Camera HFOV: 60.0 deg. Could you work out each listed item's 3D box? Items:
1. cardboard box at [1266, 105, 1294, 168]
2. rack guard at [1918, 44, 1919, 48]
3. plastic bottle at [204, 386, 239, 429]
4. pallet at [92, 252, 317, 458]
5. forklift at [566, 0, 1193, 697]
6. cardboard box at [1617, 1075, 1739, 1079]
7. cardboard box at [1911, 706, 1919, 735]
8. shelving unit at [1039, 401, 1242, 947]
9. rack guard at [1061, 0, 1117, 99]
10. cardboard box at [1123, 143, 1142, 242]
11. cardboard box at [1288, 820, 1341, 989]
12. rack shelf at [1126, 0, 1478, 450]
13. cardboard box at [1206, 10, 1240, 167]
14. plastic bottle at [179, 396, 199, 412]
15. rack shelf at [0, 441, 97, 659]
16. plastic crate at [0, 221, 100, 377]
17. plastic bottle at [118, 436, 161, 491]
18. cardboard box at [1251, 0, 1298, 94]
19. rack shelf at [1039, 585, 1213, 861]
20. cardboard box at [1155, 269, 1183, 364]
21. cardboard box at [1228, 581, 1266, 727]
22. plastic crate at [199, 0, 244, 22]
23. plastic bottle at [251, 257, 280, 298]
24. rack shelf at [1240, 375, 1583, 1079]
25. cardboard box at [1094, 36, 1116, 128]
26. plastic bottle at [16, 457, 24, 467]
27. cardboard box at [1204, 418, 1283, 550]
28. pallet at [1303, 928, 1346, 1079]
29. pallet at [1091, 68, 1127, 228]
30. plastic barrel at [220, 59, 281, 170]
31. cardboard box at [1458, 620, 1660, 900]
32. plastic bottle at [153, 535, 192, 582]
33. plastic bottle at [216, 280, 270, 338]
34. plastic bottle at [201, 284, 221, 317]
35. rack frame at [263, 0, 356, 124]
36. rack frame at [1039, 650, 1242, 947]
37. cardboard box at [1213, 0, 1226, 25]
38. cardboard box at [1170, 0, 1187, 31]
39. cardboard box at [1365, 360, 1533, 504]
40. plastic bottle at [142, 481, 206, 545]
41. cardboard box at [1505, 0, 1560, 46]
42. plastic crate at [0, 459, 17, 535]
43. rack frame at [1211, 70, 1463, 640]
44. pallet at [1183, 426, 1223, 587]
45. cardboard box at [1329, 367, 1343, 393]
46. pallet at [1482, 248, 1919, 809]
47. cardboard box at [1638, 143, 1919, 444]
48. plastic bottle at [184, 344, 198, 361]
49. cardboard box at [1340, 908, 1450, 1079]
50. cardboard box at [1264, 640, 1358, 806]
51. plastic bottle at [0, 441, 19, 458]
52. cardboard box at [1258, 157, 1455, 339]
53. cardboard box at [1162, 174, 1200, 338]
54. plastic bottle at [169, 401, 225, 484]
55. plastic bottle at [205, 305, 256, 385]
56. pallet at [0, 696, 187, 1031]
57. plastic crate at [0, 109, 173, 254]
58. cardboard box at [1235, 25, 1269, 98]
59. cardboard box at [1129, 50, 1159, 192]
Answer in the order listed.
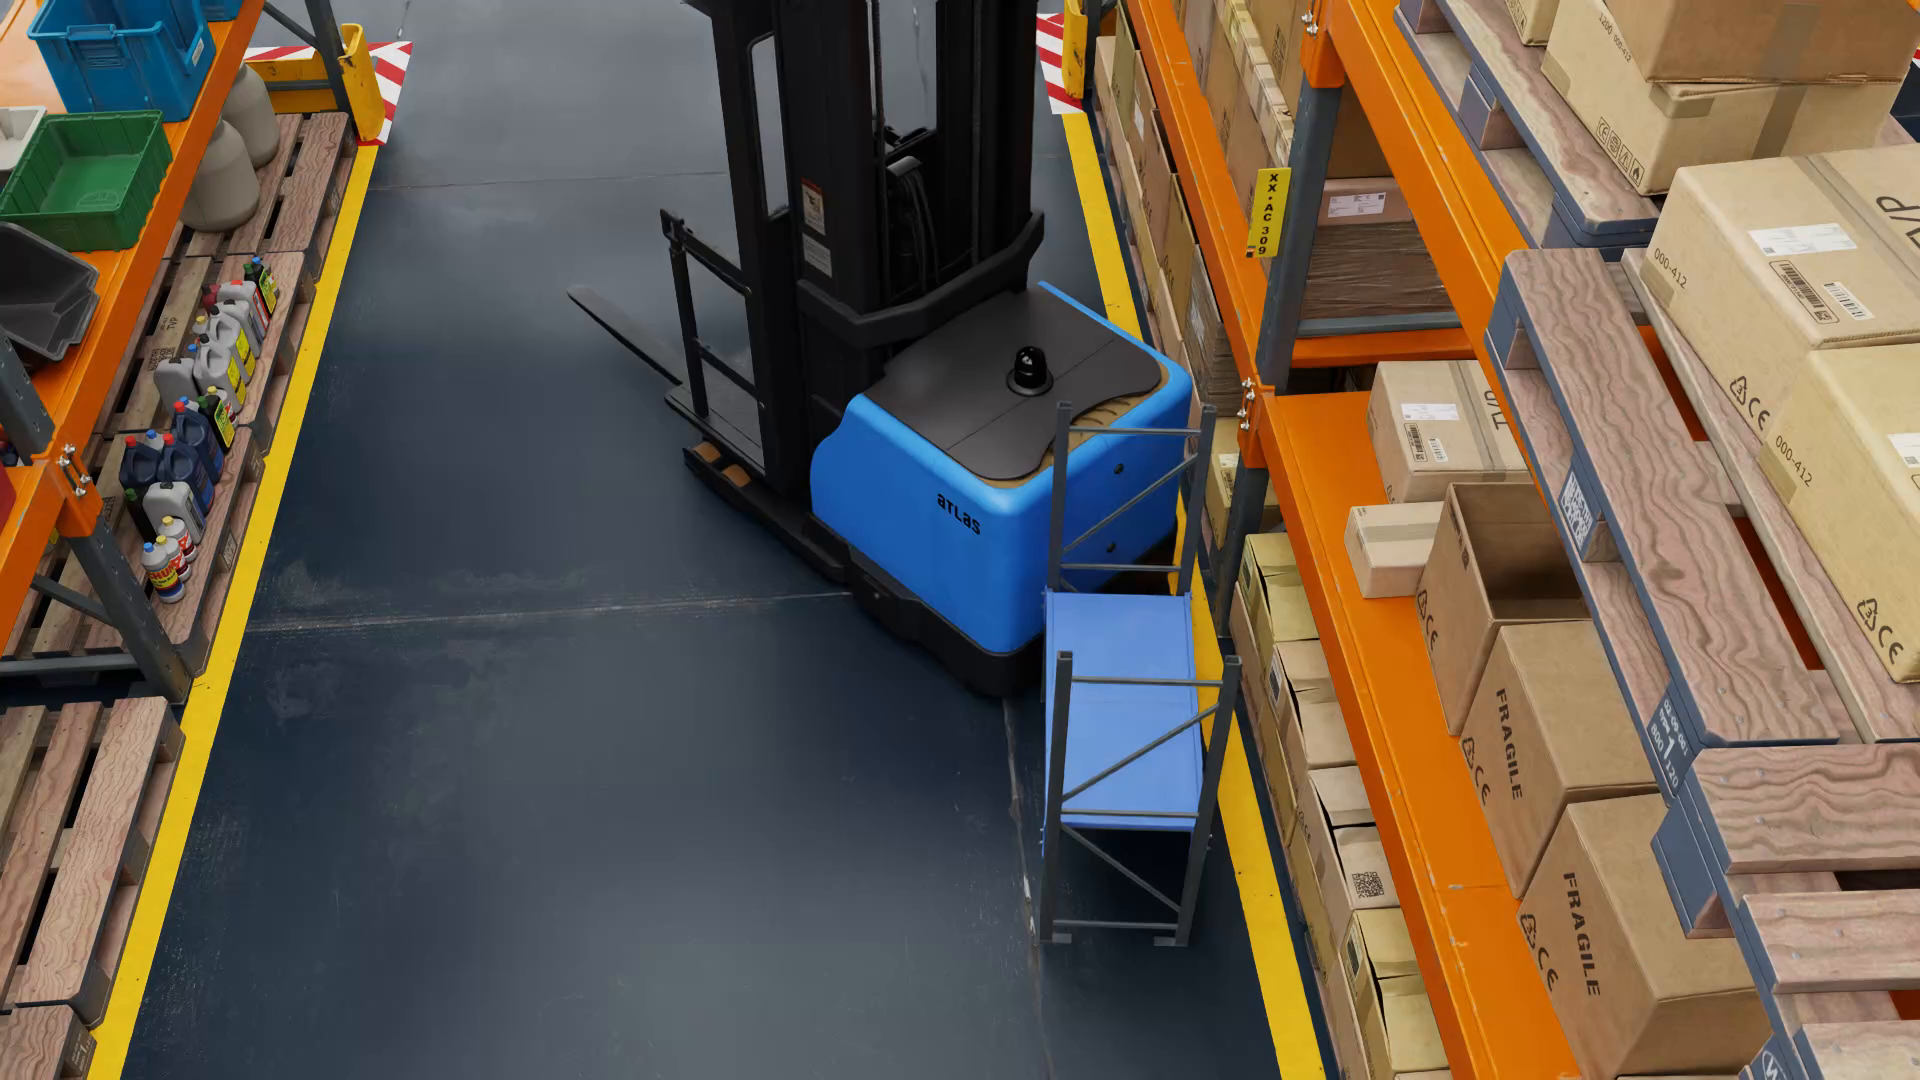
[{"bbox_3d":[1.246,-1.335,5.569,0.380,0.149,0.250,-4,47,-4],"label":"cardboard box"},{"bbox_3d":[6.109,-2.998,9.382,1.175,0.500,0.348,-3,47,-3],"label":"rack guard"},{"bbox_3d":[-3.105,-0.557,6.973,0.097,0.201,0.097,0,47,0],"label":"plastic bottle"},{"bbox_3d":[-3.555,-0.831,7.528,1.003,0.211,1.213,-3,47,-3],"label":"pallet"},{"bbox_3d":[-0.528,-1.393,6.187,1.130,2.935,3.031,-35,56,-29],"label":"forklift"},{"bbox_3d":[1.673,1.346,3.718,0.380,0.149,0.250,0,47,0],"label":"cardboard box"},{"bbox_3d":[1.680,0.352,2.235,0.500,0.250,0.500,-2,47,-2],"label":"cardboard box"},{"bbox_3d":[0.535,0.466,5.412,0.538,1.500,1.048,2,47,2],"label":"shelving unit"},{"bbox_3d":[1.164,-2.767,9.162,1.175,0.500,0.348,-3,47,-3],"label":"rack guard"},{"bbox_3d":[1.077,-1.683,8.019,0.500,0.250,0.500,-3,47,-3],"label":"cardboard box"},{"bbox_3d":[1.376,1.138,5.348,0.500,0.250,0.500,-5,47,-5],"label":"cardboard box"},{"bbox_3d":[1.334,-1.914,7.129,1.077,0.370,4.000,-3,47,-3],"label":"rack shelf"},{"bbox_3d":[1.369,-1.814,6.470,0.700,0.500,0.500,-3,47,-3],"label":"cardboard box"},{"bbox_3d":[-3.154,-0.479,6.851,0.097,0.271,0.097,0,47,0],"label":"plastic bottle"},{"bbox_3d":[-3.268,1.278,4.106,1.077,0.370,4.000,-3,47,-3],"label":"rack shelf"},{"bbox_3d":[-3.352,-0.782,5.604,0.767,0.338,0.504,-3,47,-3],"label":"plastic crate"},{"bbox_3d":[-3.233,-0.257,6.586,0.144,0.351,0.185,-3,47,-3],"label":"plastic bottle"},{"bbox_3d":[1.414,-1.881,5.640,0.700,0.500,0.500,-4,47,-3],"label":"cardboard box"},{"bbox_3d":[0.535,0.590,5.543,0.538,0.185,1.000,2,47,2],"label":"rack shelf"},{"bbox_3d":[1.156,-0.959,7.333,0.500,0.250,0.500,-3,47,-3],"label":"cardboard box"},{"bbox_3d":[1.288,0.393,6.053,0.500,0.250,0.500,-5,47,-4],"label":"cardboard box"},{"bbox_3d":[-3.381,-2.445,7.239,0.499,0.251,0.408,-3,47,-3],"label":"plastic crate"},{"bbox_3d":[-3.179,-1.197,7.579,0.097,0.201,0.097,0,47,0],"label":"plastic bottle"},{"bbox_3d":[1.669,0.980,4.388,1.077,0.370,4.000,-3,47,-3],"label":"rack shelf"},{"bbox_3d":[0.990,-2.406,8.704,0.500,0.250,0.500,-3,47,-3],"label":"cardboard box"},{"bbox_3d":[-3.647,-0.246,6.626,0.152,0.276,0.135,-3,47,-3],"label":"plastic bottle"},{"bbox_3d":[1.245,-0.236,6.649,0.500,0.250,0.500,-3,47,-3],"label":"cardboard box"},{"bbox_3d":[1.707,1.659,5.169,1.003,0.211,1.213,-3,47,-3],"label":"pallet"},{"bbox_3d":[1.272,-2.099,8.729,1.003,0.211,1.213,-3,47,-3],"label":"pallet"},{"bbox_3d":[-3.639,-2.128,8.260,0.421,0.512,0.421,0,47,0],"label":"plastic barrel"},{"bbox_3d":[1.635,0.551,4.230,0.500,0.500,0.500,-3,47,-3],"label":"cardboard box"},{"bbox_3d":[-3.033,0.064,6.384,0.097,0.201,0.097,0,47,0],"label":"plastic bottle"},{"bbox_3d":[-3.185,-1.039,7.378,0.152,0.276,0.135,-3,47,-3],"label":"plastic bottle"},{"bbox_3d":[-3.291,-1.035,7.368,0.061,0.283,0.133,-3,47,-3],"label":"plastic bottle"},{"bbox_3d":[-3.770,-3.310,7.956,1.000,3.000,0.127,-3,47,-3],"label":"rack frame"},{"bbox_3d":[0.515,0.835,5.063,0.500,1.500,0.032,2,47,2],"label":"rack frame"},{"bbox_3d":[1.160,-2.075,6.270,0.380,0.149,0.250,-2,47,-2],"label":"cardboard box"},{"bbox_3d":[1.277,-2.565,7.181,0.700,0.500,0.500,-3,47,-3],"label":"cardboard box"},{"bbox_3d":[1.586,-0.310,5.217,0.500,0.250,0.500,-1,47,-1],"label":"cardboard box"},{"bbox_3d":[-3.079,-0.121,6.508,0.152,0.276,0.135,-2,47,-2],"label":"plastic bottle"},{"bbox_3d":[1.543,-1.393,3.888,0.500,0.250,0.500,1,47,1],"label":"cardboard box"},{"bbox_3d":[-3.090,-0.107,4.878,0.402,0.464,0.583,-3,47,-3],"label":"plastic crate"},{"bbox_3d":[1.501,-0.715,5.498,1.000,3.000,0.127,-3,47,-3],"label":"rack frame"},{"bbox_3d":[1.476,-0.334,7.057,1.003,0.211,1.213,-3,47,-3],"label":"pallet"},{"bbox_3d":[1.725,-0.887,6.749,0.500,0.500,0.500,-3,47,-3],"label":"cardboard box"},{"bbox_3d":[1.594,-0.082,2.962,1.003,0.211,1.213,-2,47,-1],"label":"pallet"},{"bbox_3d":[1.600,-0.452,2.997,0.500,0.250,0.500,-7,47,-7],"label":"cardboard box"},{"bbox_3d":[-3.273,-0.754,7.159,0.097,0.201,0.097,0,47,0],"label":"plastic bottle"},{"bbox_3d":[1.418,1.320,4.789,0.500,0.311,0.500,-2,47,-2],"label":"cardboard box"},{"bbox_3d":[1.324,0.570,5.499,0.500,0.311,0.500,-4,47,-4],"label":"cardboard box"},{"bbox_3d":[-3.847,-0.336,6.707,0.061,0.283,0.133,-1,47,-1],"label":"plastic bottle"},{"bbox_3d":[1.458,-1.070,5.765,0.700,0.500,0.500,-5,47,-4],"label":"cardboard box"},{"bbox_3d":[1.169,-1.218,7.062,0.500,0.500,0.500,-3,47,-3],"label":"cardboard box"},{"bbox_3d":[-3.105,-0.403,6.723,0.144,0.351,0.185,-5,47,-5],"label":"plastic bottle"},{"bbox_3d":[-3.156,-0.845,7.142,0.144,0.351,0.185,-2,47,-2],"label":"plastic bottle"},{"bbox_3d":[-3.331,1.108,5.691,1.003,0.211,1.213,-3,47,-3],"label":"pallet"},{"bbox_3d":[-3.267,-1.343,6.238,0.450,0.188,0.662,-3,47,-3],"label":"plastic crate"},{"bbox_3d":[1.199,-1.714,5.928,0.380,0.149,0.250,-4,47,-3],"label":"cardboard box"},{"bbox_3d":[1.088,-1.941,7.747,0.500,0.500,0.500,-3,47,-3],"label":"cardboard box"}]
